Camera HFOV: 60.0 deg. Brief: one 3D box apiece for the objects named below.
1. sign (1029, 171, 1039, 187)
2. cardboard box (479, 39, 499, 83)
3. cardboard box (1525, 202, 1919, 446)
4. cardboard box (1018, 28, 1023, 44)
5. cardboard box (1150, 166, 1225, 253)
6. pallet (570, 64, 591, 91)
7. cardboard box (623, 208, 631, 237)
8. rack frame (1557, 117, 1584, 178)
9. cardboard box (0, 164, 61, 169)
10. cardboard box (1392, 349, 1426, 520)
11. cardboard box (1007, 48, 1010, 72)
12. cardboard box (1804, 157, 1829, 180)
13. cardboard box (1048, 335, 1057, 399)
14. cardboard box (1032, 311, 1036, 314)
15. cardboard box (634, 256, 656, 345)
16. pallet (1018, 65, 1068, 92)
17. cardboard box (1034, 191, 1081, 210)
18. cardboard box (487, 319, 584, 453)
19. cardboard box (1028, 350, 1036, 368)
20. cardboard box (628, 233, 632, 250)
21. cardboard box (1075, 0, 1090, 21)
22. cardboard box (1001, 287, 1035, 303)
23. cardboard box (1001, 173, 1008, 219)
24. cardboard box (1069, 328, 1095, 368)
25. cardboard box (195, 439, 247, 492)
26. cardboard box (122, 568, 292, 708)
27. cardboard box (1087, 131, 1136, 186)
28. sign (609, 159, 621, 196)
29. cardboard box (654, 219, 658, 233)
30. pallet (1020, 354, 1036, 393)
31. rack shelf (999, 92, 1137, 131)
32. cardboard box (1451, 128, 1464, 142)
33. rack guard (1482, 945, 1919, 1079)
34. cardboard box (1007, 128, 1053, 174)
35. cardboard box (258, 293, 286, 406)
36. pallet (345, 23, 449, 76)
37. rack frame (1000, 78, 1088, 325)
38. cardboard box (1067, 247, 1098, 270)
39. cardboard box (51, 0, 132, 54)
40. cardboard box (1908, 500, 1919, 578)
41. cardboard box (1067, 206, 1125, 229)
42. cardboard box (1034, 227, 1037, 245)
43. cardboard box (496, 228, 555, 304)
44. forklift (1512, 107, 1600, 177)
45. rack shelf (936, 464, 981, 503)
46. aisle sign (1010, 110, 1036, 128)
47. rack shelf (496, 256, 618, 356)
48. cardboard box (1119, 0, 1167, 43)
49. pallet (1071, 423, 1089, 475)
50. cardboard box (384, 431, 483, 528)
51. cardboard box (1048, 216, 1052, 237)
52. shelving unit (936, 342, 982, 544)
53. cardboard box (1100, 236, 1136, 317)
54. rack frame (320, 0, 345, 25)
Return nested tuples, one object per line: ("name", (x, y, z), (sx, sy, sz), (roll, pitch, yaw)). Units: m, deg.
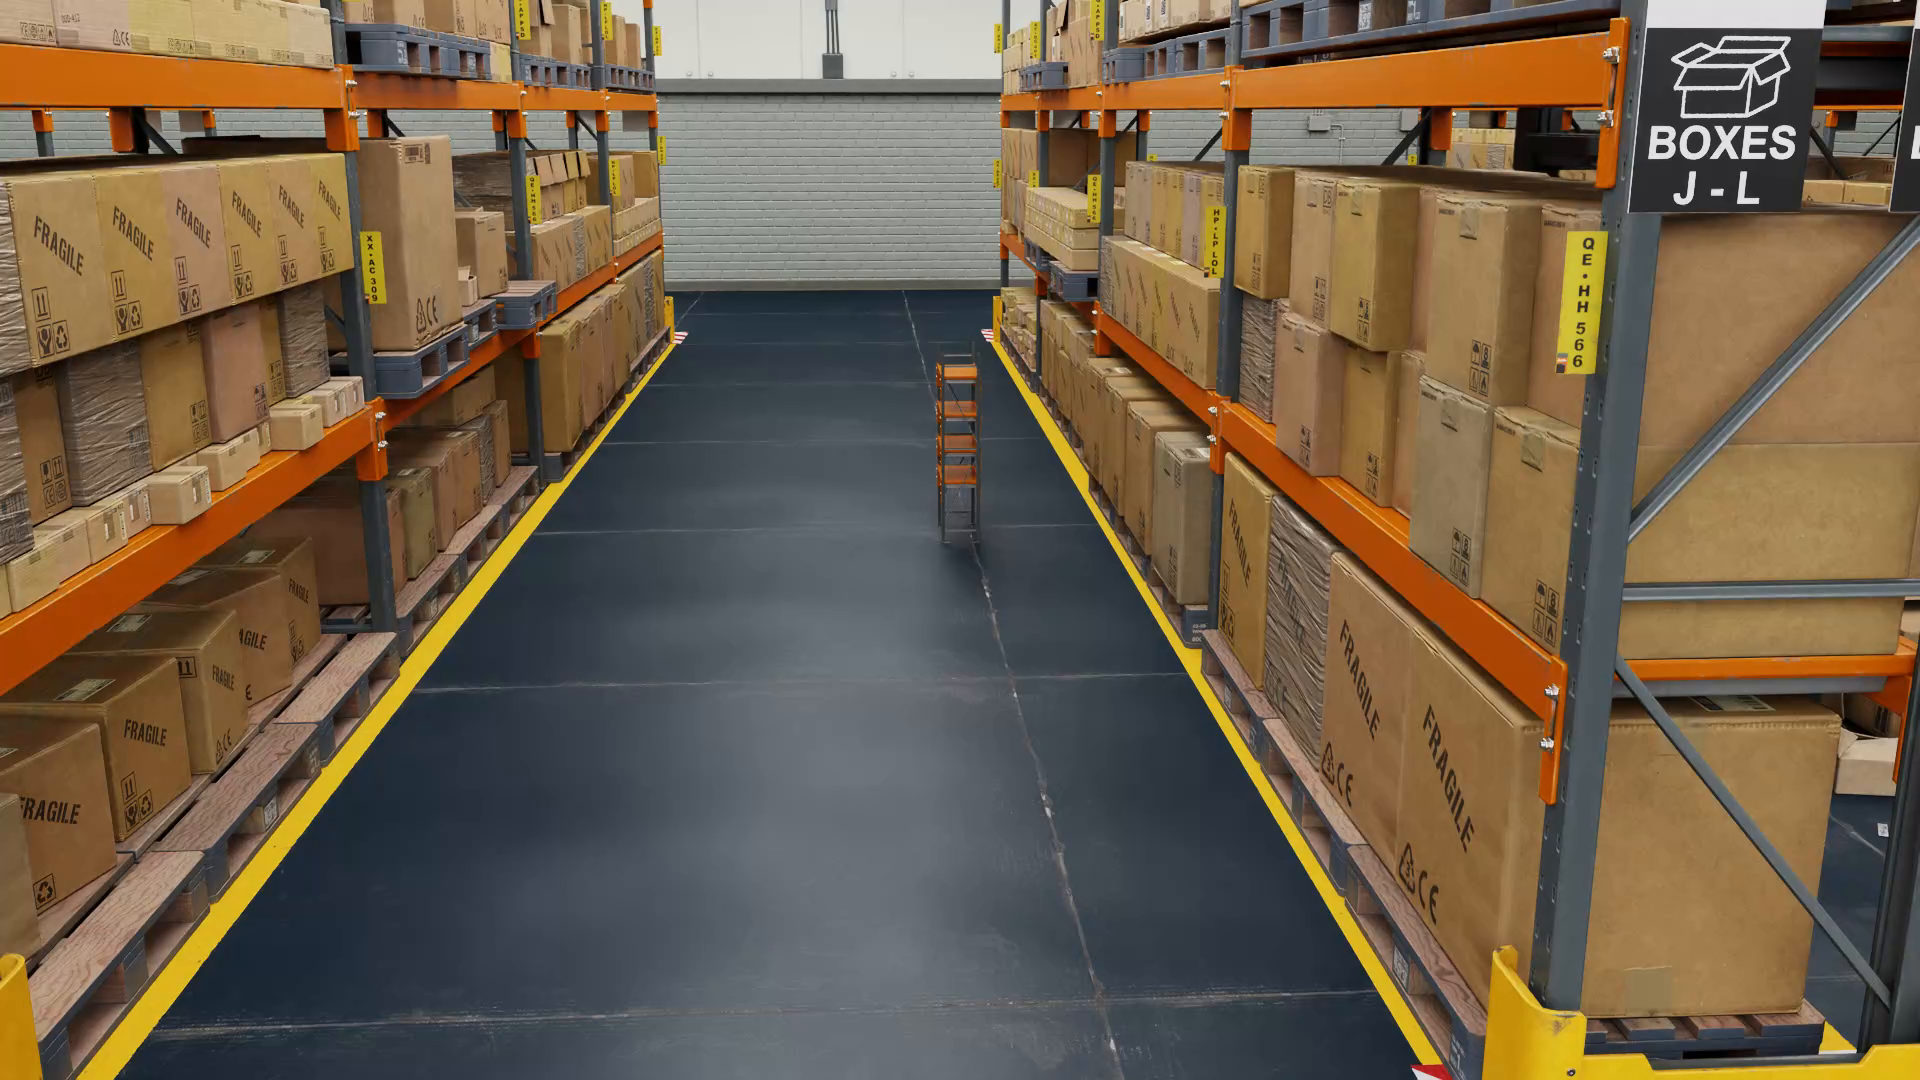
("sign", (0.689, -3.266, 15.464), (0.100, 0.325, 0.005), (-1, 14, -3))
("cardboard box", (-3.161, -2.954, 10.267), (0.500, 0.250, 0.500), (-1, 14, -4))
("cardboard box", (1.989, -0.561, 4.221), (0.875, 0.550, 0.550), (-1, 14, -3))
("cardboard box", (0.796, -5.130, 16.923), (0.380, 0.149, 0.250), (-1, 14, -4))
("cardboard box", (1.562, -2.030, 10.190), (0.700, 0.500, 0.500), (-1, 14, -4))
("pallet", (-3.621, -3.939, 14.179), (0.805, 0.209, 1.217), (-1, 15, -6))
("cardboard box", (-3.520, -3.122, 16.345), (0.500, 0.250, 0.500), (-1, 14, -4))
("rack frame", (6.164, -2.959, 16.007), (1.000, 3.000, 0.127), (-1, 14, -3))
("cardboard box", (-3.352, -1.004, 5.606), (0.500, 0.500, 0.500), (-1, 14, -3))
("cardboard box", (1.940, -0.315, 5.429), (0.875, 0.550, 0.550), (-1, 14, -3))
("cardboard box", (0.783, -5.231, 18.117), (0.500, 0.250, 0.500), (-1, 14, -4))
("cardboard box", (6.119, -2.621, 12.487), (0.500, 0.500, 0.500), (-1, 14, -5))
("cardboard box", (1.045, -1.531, 14.630), (0.500, 0.500, 0.500), (0, 14, -1))
("cardboard box", (0.932, -2.243, 16.909), (0.380, 0.149, 0.250), (0, 14, -2))
("cardboard box", (-3.799, -2.591, 17.998), (0.875, 0.875, 0.875), (-1, 14, -3))
("pallet", (1.162, -4.064, 14.659), (1.213, 0.211, 1.003), (-1, 14, -3))
("cardboard box", (0.845, -2.927, 14.350), (0.380, 0.149, 0.250), (-1, 14, -4))
("cardboard box", (-3.501, -1.157, 12.426), (1.225, 0.875, 0.875), (-2, 15, -6))
("cardboard box", (0.866, -1.772, 16.274), (0.380, 0.149, 0.250), (-1, 14, -3))
("cardboard box", (-3.464, -2.959, 16.512), (0.380, 0.149, 0.250), (-1, 14, -5))
("cardboard box", (1.093, -4.151, 12.882), (0.396, 0.266, 0.258), (-1, 14, -3))
("cardboard box", (0.675, -2.827, 19.180), (0.380, 0.149, 0.250), (-2, 15, -6))
("cardboard box", (0.734, -3.929, 18.978), (0.500, 0.500, 0.500), (0, 14, -1))
("cardboard box", (1.131, -1.510, 13.044), (0.500, 0.250, 0.500), (-1, 14, -3))
("cardboard box", (-2.846, -0.272, 6.070), (0.380, 0.149, 0.250), (-1, 14, -3))
("cardboard box", (-3.203, 0.433, 6.996), (0.500, 0.500, 0.500), (4, 15, 14))
("cardboard box", (1.445, -3.650, 15.889), (0.500, 0.500, 0.500), (-1, 14, -2))
("sign", (-3.186, -3.339, 15.320), (0.100, 0.325, 0.005), (-1, 14, -3))
("cardboard box", (-3.606, -3.531, 18.734), (0.380, 0.149, 0.250), (-1, 14, -3))
("pallet", (1.153, -1.673, 16.607), (1.003, 0.211, 1.213), (-1, 14, -3))
("rack shelf", (1.106, -4.459, 17.261), (1.077, 0.370, 4.000), (-1, 14, -3))
("cardboard box", (5.685, -4.512, 18.535), (0.380, 0.149, 0.250), (-1, 14, -5))
("rack guard", (1.975, 1.344, 4.301), (1.175, 0.500, 0.348), (-1, 14, -3))
("cardboard box", (0.783, -4.288, 18.367), (0.500, 0.500, 0.500), (0, 14, -2))
("cardboard box", (-3.269, -0.771, 6.706), (0.875, 0.500, 0.500), (-1, 14, -3))
("pallet", (-3.163, -2.333, 7.932), (1.213, 0.211, 1.003), (-1, 14, -3))
("rack frame", (0.982, -3.852, 19.478), (1.000, 3.000, 0.127), (-1, 14, -3))
("cardboard box", (0.988, -2.060, 12.174), (0.380, 0.149, 0.250), (-1, 14, -3))
("cardboard box", (-2.820, -1.577, 4.916), (0.500, 0.250, 0.500), (-1, 14, -4))
("cardboard box", (4.885, -0.091, 8.355), (0.500, 0.500, 0.500), (-1, 14, -3))
("cardboard box", (0.990, -2.347, 12.097), (0.380, 0.149, 0.250), (-1, 15, -6))
("cardboard box", (0.844, -2.640, 14.430), (0.380, 0.149, 0.250), (-1, 14, -3))
("cardboard box", (-3.238, -1.985, 12.019), (0.500, 0.500, 0.500), (0, 14, -2))
("forklift", (4.010, -1.411, 10.129), (1.130, 2.935, 3.031), (-2, 15, -8))
("rack shelf", (-0.010, -0.365, 10.603), (0.258, 0.148, 0.480), (-1, 14, -3))
("aisle sign", (0.678, -5.125, 19.207), (0.394, 0.787, 0.004), (-1, 14, -3))
("rack shelf", (-3.603, -1.960, 13.569), (1.077, 0.370, 4.000), (-1, 14, -3))
("cardboard box", (1.303, -3.340, 10.605), (0.500, 0.311, 0.500), (-1, 14, -3))
("pallet", (1.431, -0.706, 12.849), (1.003, 0.211, 1.213), (-1, 14, -3))
("cardboard box", (-3.328, -0.369, 10.073), (0.700, 0.500, 0.500), (0, 14, 1))
("cardboard box", (0.911, -2.525, 13.384), (0.380, 0.149, 0.250), (-1, 14, -2))
("shelving unit", (-0.010, -0.622, 10.537), (0.258, 1.200, 0.503), (-1, 14, -3))
("cardboard box", (1.236, -1.795, 11.283), (0.500, 0.500, 0.500), (-1, 14, -3))
("rack frame", (-3.231, -3.722, 6.932), (1.000, 3.000, 0.127), (-1, 14, -3))
